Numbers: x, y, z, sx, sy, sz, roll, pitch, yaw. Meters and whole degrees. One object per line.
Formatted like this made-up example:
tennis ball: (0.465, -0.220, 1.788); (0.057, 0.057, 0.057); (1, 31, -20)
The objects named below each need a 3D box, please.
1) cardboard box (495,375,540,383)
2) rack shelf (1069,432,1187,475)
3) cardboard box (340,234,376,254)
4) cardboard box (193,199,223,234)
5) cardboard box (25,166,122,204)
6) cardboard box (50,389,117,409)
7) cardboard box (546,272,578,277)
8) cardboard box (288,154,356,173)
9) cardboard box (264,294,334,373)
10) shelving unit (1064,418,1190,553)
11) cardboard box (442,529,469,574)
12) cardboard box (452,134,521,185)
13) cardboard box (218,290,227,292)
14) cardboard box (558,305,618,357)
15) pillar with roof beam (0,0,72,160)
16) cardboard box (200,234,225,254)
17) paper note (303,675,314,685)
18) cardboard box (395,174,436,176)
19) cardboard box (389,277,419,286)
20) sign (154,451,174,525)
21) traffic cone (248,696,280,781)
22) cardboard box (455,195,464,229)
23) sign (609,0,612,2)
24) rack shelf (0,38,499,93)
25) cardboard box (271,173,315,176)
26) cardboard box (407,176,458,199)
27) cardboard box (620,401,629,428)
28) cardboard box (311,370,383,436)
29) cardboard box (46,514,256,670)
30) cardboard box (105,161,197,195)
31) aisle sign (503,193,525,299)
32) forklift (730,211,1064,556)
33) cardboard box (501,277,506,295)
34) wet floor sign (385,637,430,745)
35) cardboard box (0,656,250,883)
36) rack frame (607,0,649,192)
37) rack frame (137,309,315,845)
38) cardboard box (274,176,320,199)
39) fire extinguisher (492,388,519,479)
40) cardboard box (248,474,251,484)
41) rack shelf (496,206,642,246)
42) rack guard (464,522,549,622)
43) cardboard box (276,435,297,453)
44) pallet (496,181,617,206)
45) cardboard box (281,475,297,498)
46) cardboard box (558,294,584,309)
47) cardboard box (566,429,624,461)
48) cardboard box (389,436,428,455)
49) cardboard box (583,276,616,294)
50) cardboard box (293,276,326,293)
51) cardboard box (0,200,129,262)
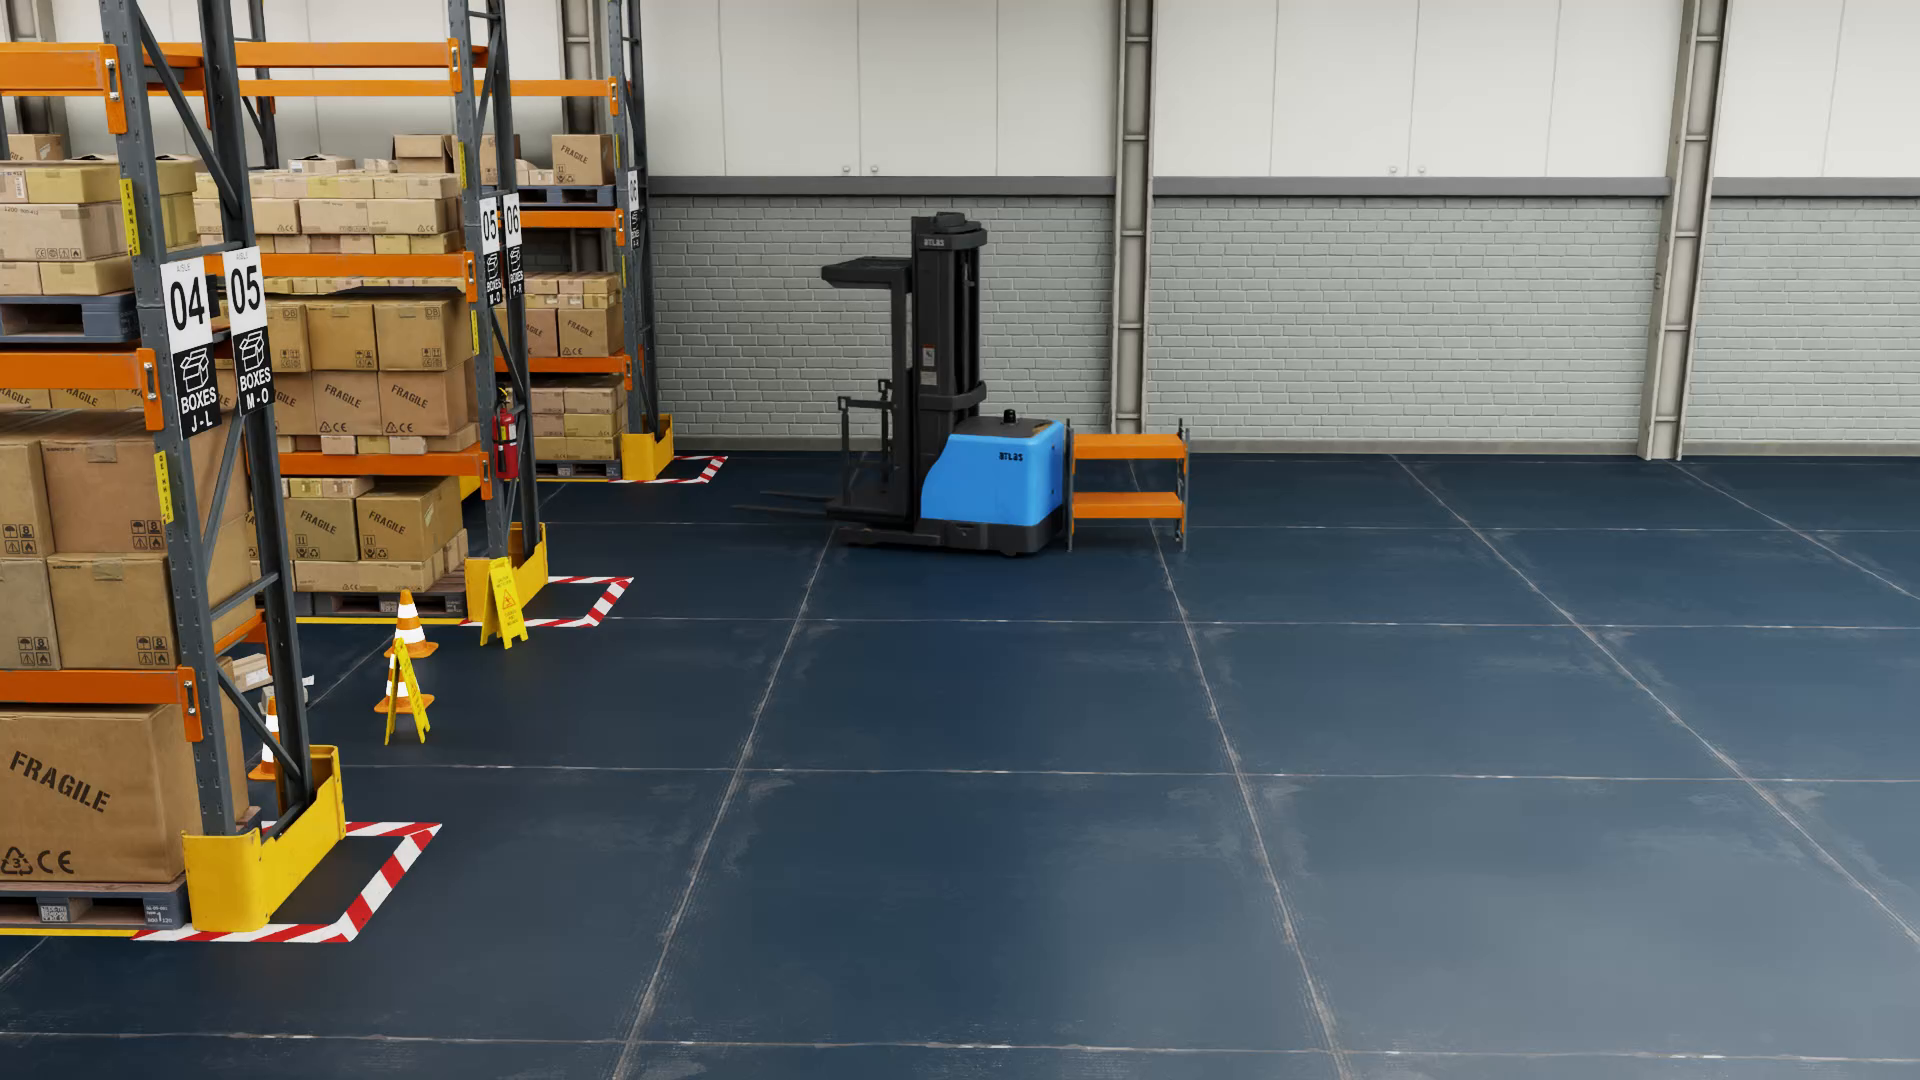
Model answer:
cardboard box: (-4.903, -1.646, 18.216); (0.500, 0.250, 0.500); (0, 15, 1)
rack shelf: (1.486, -0.777, 14.844); (1.000, 0.278, 0.538); (0, 15, -1)
cardboard box: (-4.430, -2.227, 12.424); (0.250, 0.149, 0.380); (1, 15, 3)
cardboard box: (-5.596, -2.428, 12.405); (0.500, 0.250, 0.500); (1, 15, 2)
cardboard box: (-3.922, -1.582, 7.397); (0.250, 0.149, 0.380); (1, 15, 2)
cardboard box: (-6.615, -1.110, 12.800); (0.500, 0.500, 0.500); (0, 15, 1)
cardboard box: (-4.284, -2.800, 17.933); (0.250, 0.149, 0.380); (1, 15, 2)
cardboard box: (-6.602, -3.847, 17.225); (0.500, 0.311, 0.500); (1, 15, 3)
cardboard box: (-5.086, -1.569, 12.578); (0.500, 0.500, 0.700); (0, 15, 1)
shelving unit: (1.486, -0.494, 14.919); (1.048, 1.125, 0.538); (0, 15, -1)
cardboard box: (-4.351, 0.087, 13.607); (0.500, 0.250, 0.500); (0, 15, 1)
cardboard box: (-4.899, -3.952, 17.256); (0.500, 0.500, 0.700); (0, 15, 2)
cardboard box: (-7.774, -2.563, 17.617); (0.250, 0.149, 0.380); (1, 15, 3)
cardboard box: (-3.927, -2.214, 17.566); (0.500, 0.500, 0.500); (0, 15, 0)
pillar with roof beam: (-10.210, -4.306, 13.930); (0.400, 9.000, 9.100); (0, 15, 1)
cardboard box: (-5.452, -2.222, 12.405); (0.250, 0.149, 0.380); (0, 15, 1)
paper note: (-4.547, 0.974, 11.500); (0.142, 0.019, 0.148); (-5, 16, -18)
cardboard box: (-4.154, -2.730, 12.767); (0.250, 0.149, 0.380); (0, 15, 1)
cardboard box: (-5.826, -2.695, 17.536); (0.250, 0.149, 0.380); (0, 15, 1)
sign: (-3.605, -0.237, 7.533); (0.005, 0.325, 0.100); (0, 15, 1)
traffic cone: (-4.072, 1.161, 9.944); (0.334, 0.463, 0.336); (0, 15, 1)
cardboard box: (-4.047, -2.556, 12.891); (0.500, 0.250, 0.500); (0, 15, 0)
sign: (-3.457, -5.482, 16.401); (0.005, 0.325, 0.100); (0, 15, 1)
rack shelf: (-5.551, -3.528, 12.398); (4.000, 0.370, 1.077); (0, 15, 1)
cardboard box: (-5.161, -2.768, 12.910); (0.250, 0.149, 0.380); (1, 15, 3)
cardboard box: (-3.897, -2.605, 12.293); (0.250, 0.149, 0.380); (1, 15, 2)
cardboard box: (-3.893, -1.401, 18.266); (0.500, 0.250, 0.500); (1, 15, 2)
cardboard box: (-4.602, -1.093, 12.735); (0.500, 0.500, 0.500); (0, 15, 2)
cardboard box: (-3.949, 0.236, 8.181); (0.550, 0.550, 0.875); (0, 15, 1)
cardboard box: (-3.902, -1.750, 8.032); (0.250, 0.149, 0.380); (1, 15, 2)
aisle sign: (-3.482, -2.299, 12.989); (0.004, 0.787, 0.394); (0, 15, 1)
forklift: (-0.616, -1.476, 15.099); (3.031, 2.935, 1.130); (5, 16, 18)
cardboard box: (-4.812, -2.666, 17.425); (0.250, 0.149, 0.380); (1, 15, 3)
wet floor sign: (-3.497, 0.933, 10.448); (0.232, 0.644, 0.267); (-2, 15, -8)
cardboard box: (-4.257, 1.136, 8.405); (0.875, 0.875, 0.875); (0, 15, 2)
rack frame: (-3.429, -5.130, 17.055); (0.127, 3.000, 1.000); (0, 15, 1)
rack frame: (-3.577, 0.299, 8.235); (0.127, 3.000, 1.000); (0, 15, 1)
cardboard box: (-4.906, -2.632, 12.394); (0.250, 0.149, 0.380); (0, 15, 1)
fire extinguisher: (-3.449, -0.808, 12.584); (0.183, 0.674, 0.296); (0, 15, 1)
cardboard box: (-5.933, -0.284, 13.545); (0.500, 0.500, 0.500); (1, 15, 4)
rack shelf: (-5.428, -3.345, 17.579); (4.000, 0.370, 1.077); (0, 15, 1)
rack guard: (-3.628, 0.245, 13.343); (0.348, 0.500, 1.175); (0, 15, 1)
cardboard box: (-5.211, -0.780, 12.821); (0.250, 0.149, 0.380); (0, 15, 1)
pallet: (-4.135, -3.648, 17.491); (1.213, 0.211, 1.003); (0, 15, 1)
cardboard box: (-5.242, -0.442, 12.870); (0.250, 0.149, 0.380); (1, 15, 4)
cardboard box: (-4.039, -2.516, 17.440); (0.250, 0.149, 0.380); (1, 15, 2)
cardboard box: (-3.906, -1.025, 17.824); (0.500, 0.250, 0.500); (0, 15, 2)
cardboard box: (-4.187, -0.763, 12.756); (0.250, 0.149, 0.380); (0, 15, 1)
cardboard box: (-3.792, -2.684, 17.492); (0.250, 0.149, 0.380); (0, 15, 2)
cardboard box: (-6.852, -2.709, 17.589); (0.250, 0.149, 0.380); (1, 15, 2)
cardboard box: (-4.073, -1.406, 7.509); (0.500, 0.250, 0.500); (1, 15, 2)
